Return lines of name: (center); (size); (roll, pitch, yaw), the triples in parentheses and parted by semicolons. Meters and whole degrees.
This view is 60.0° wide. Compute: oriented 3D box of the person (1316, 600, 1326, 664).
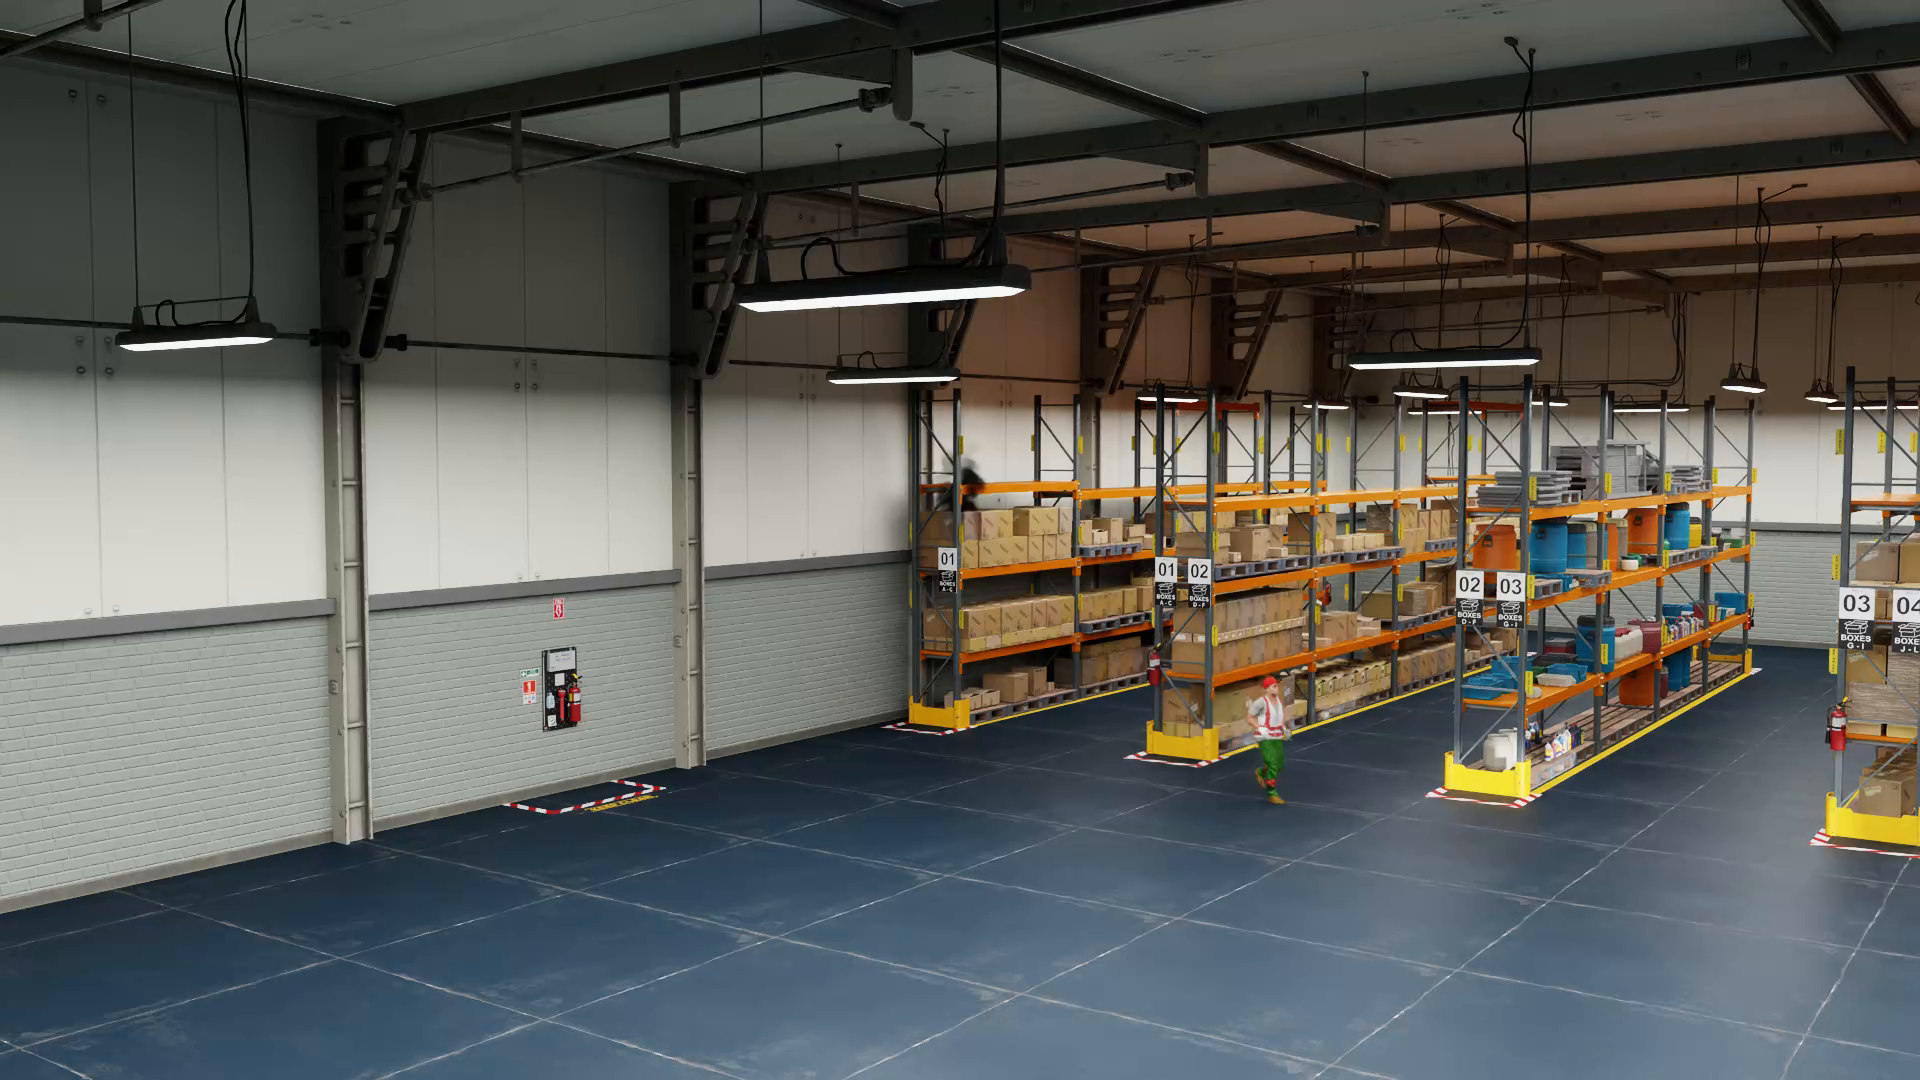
person: (7.558, 2.133, 35.055); (0.693, 1.737, 0.699); (3, 4, 43)

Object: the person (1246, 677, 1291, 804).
person: (4.306, 2.798, 23.400); (0.654, 1.762, 0.717); (-2, 4, -32)
